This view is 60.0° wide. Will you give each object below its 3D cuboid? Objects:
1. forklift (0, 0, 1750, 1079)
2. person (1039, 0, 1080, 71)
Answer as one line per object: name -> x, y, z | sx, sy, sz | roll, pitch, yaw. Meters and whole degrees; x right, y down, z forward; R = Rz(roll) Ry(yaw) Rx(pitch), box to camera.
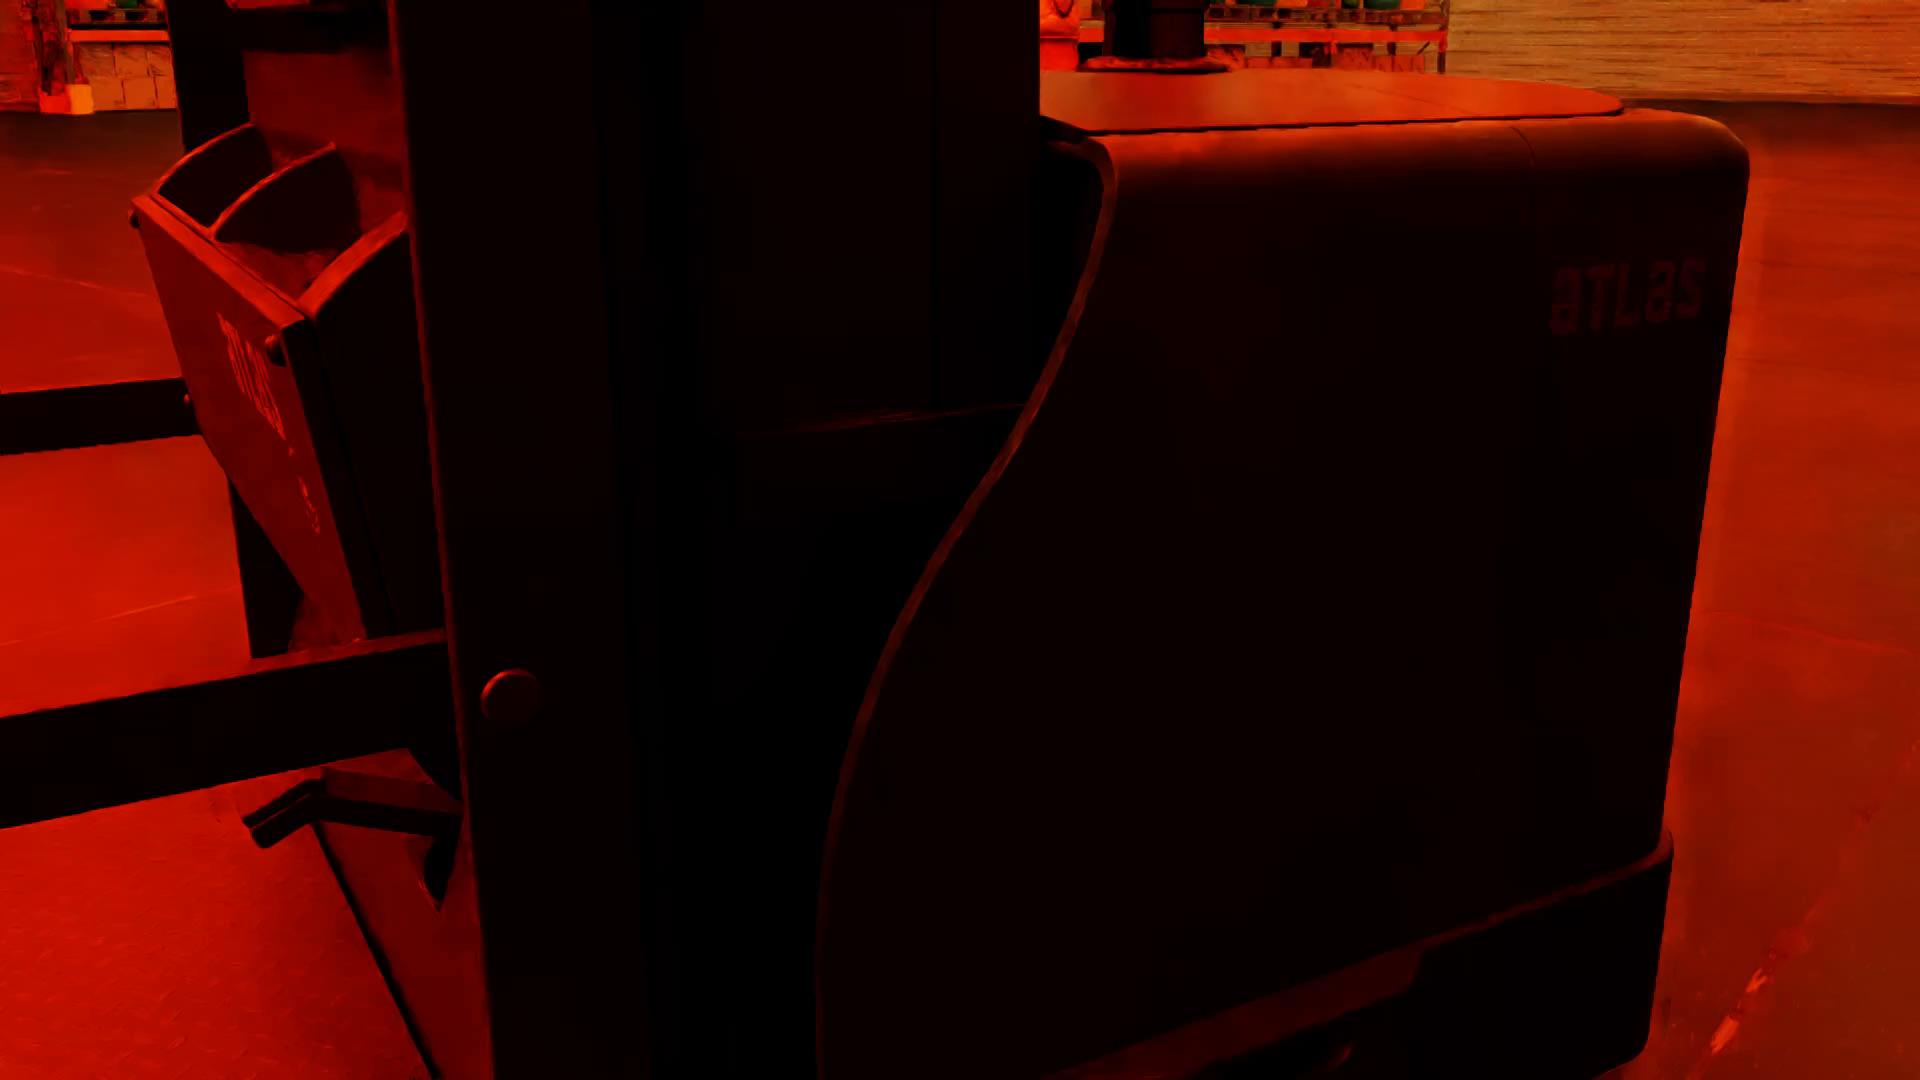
forklift -> -0.753, -0.687, 1.158 | 3.031, 2.935, 1.130 | -10, 19, -29
person -> -0.066, -0.792, 3.655 | 0.598, 1.669, 0.529 | 13, 21, 37
